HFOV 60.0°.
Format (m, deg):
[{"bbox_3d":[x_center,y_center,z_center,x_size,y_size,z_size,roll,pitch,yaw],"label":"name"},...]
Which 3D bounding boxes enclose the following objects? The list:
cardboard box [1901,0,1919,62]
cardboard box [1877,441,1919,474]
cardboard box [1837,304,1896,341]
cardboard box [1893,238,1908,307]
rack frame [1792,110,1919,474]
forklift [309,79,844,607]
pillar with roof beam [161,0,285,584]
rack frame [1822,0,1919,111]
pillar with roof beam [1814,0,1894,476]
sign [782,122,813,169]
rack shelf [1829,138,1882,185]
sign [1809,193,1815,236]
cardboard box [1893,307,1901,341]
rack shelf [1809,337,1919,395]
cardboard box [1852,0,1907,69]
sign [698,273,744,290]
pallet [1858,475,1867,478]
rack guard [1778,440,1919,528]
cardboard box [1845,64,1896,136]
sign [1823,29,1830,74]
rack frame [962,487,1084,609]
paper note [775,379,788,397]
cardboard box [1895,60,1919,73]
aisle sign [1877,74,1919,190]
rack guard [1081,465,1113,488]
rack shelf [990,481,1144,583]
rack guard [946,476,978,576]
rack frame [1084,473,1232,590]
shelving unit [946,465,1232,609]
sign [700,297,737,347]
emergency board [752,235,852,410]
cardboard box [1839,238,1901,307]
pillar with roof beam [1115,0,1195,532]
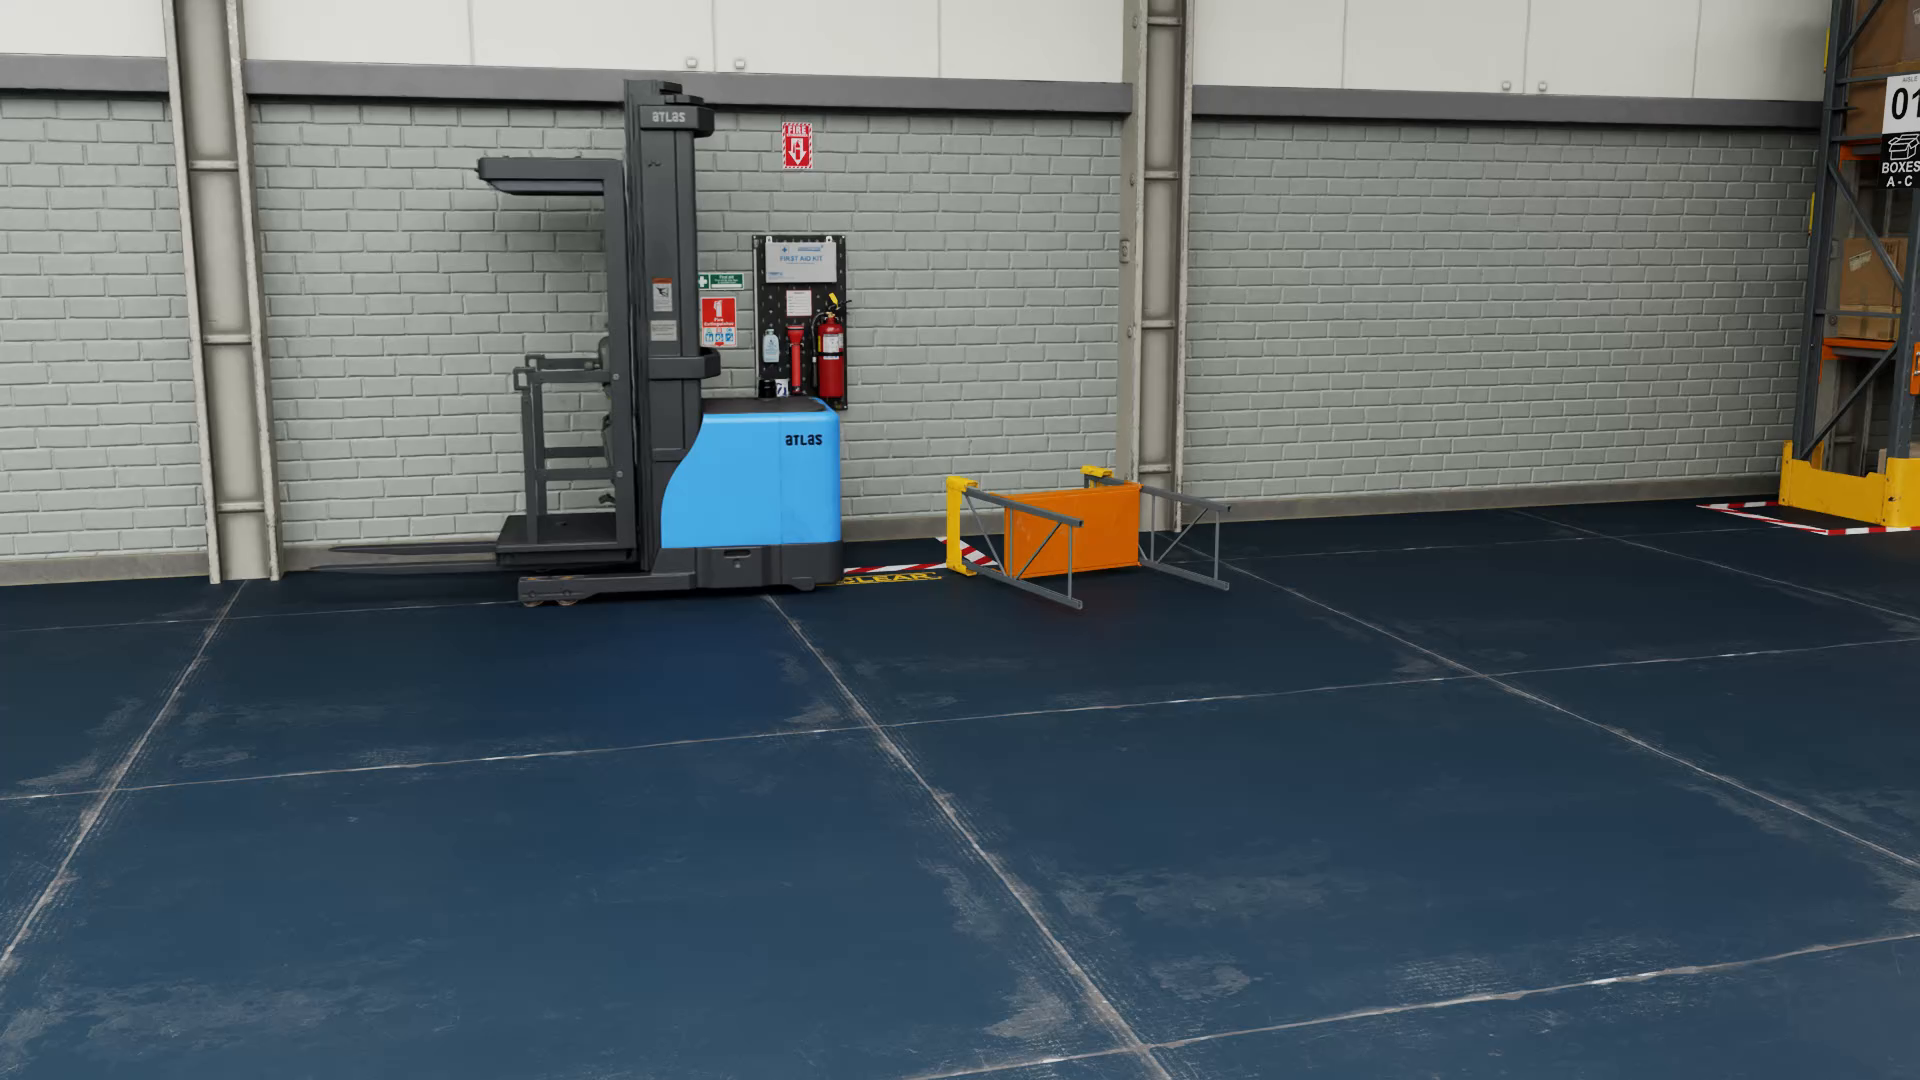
[{"bbox_3d":[7.119,-3.671,11.827,0.500,0.500,0.500,-4,11,-20],"label":"cardboard box"},{"bbox_3d":[7.371,-0.582,12.632,0.500,0.311,0.500,-4,11,-22],"label":"cardboard box"},{"bbox_3d":[7.076,-1.662,12.646,0.500,0.250,0.500,-3,11,-15],"label":"cardboard box"},{"bbox_3d":[7.224,-1.945,12.114,0.500,0.500,0.500,-3,11,-16],"label":"cardboard box"},{"bbox_3d":[6.681,-1.668,12.323,0.127,3.000,1.000,-3,11,-16],"label":"rack frame"},{"bbox_3d":[-2.258,-1.164,9.775,3.031,2.935,1.130,-2,11,-11],"label":"forklift"},{"bbox_3d":[-3.207,-3.449,5.425,0.400,9.000,9.100,-3,11,-16],"label":"pillar with roof beam"},{"bbox_3d":[6.681,-4.619,11.780,0.127,3.000,1.000,-3,11,-16],"label":"rack frame"},{"bbox_3d":[8.315,-4.056,8.724,0.400,9.000,9.100,-3,11,-16],"label":"pillar with roof beam"},{"bbox_3d":[-1.068,-2.589,10.922,0.199,0.298,0.001,-3,11,-16],"label":"sign"},{"bbox_3d":[8.601,-2.891,12.666,4.000,0.370,1.077,-3,11,-16],"label":"rack shelf"},{"bbox_3d":[6.545,-2.491,12.719,0.005,0.325,0.100,-3,11,-16],"label":"sign"},{"bbox_3d":[7.238,-1.574,12.169,0.500,0.250,0.500,-3,11,-18],"label":"cardboard box"},{"bbox_3d":[8.601,-1.416,12.938,4.000,0.370,1.077,-3,11,-16],"label":"rack shelf"},{"bbox_3d":[7.022,-3.761,12.316,0.500,0.500,0.500,-3,11,-13],"label":"cardboard box"},{"bbox_3d":[-1.586,-1.699,10.927,0.331,0.109,0.001,-3,11,-16],"label":"sign"},{"bbox_3d":[7.544,-0.336,12.786,1.213,0.211,1.003,-3,11,-16],"label":"pallet"},{"bbox_3d":[6.754,-0.443,12.570,0.348,0.500,1.175,-3,11,-16],"label":"rack guard"},{"bbox_3d":[7.011,-3.268,12.394,0.500,0.500,0.500,-2,11,-12],"label":"cardboard box"},{"bbox_3d":[6.545,-3.676,12.501,0.005,0.325,0.100,-3,11,-16],"label":"sign"},{"bbox_3d":[0.299,0.014,9.782,0.032,0.500,1.500,-6,12,-28],"label":"rack frame"},{"bbox_3d":[-1.222,-1.002,11.136,0.142,0.148,0.016,-3,11,-16],"label":"paper note"},{"bbox_3d":[7.072,-3.176,11.897,0.500,0.500,0.500,-3,11,-14],"label":"cardboard box"},{"bbox_3d":[6.696,-2.891,11.785,0.004,0.787,0.394,-3,11,-16],"label":"aisle sign"},{"bbox_3d":[0.884,-0.178,10.803,0.087,0.587,0.250,-6,12,-28],"label":"rack guard"},{"bbox_3d":[0.656,-0.060,10.179,1.000,0.538,0.185,-6,12,-28],"label":"rack shelf"},{"bbox_3d":[0.013,-0.090,10.329,0.087,0.587,0.250,-6,12,-28],"label":"rack guard"},{"bbox_3d":[1.188,-0.076,10.267,0.032,0.500,1.500,-6,12,-28],"label":"rack frame"},{"bbox_3d":[0.751,-0.032,10.029,1.083,0.587,1.500,-6,12,-28],"label":"shelving unit"},{"bbox_3d":[-1.592,-1.439,10.982,0.234,0.329,0.001,-3,11,-16],"label":"sign"},{"bbox_3d":[-1.033,-1.432,11.040,0.643,1.169,0.194,-3,11,-16],"label":"emergency board"},{"bbox_3d":[7.074,-2.034,12.597,0.500,0.500,0.500,-3,11,-17],"label":"cardboard box"},{"bbox_3d":[2.554,-3.752,7.075,0.400,9.000,9.100,-3,11,-16],"label":"pillar with roof beam"}]
